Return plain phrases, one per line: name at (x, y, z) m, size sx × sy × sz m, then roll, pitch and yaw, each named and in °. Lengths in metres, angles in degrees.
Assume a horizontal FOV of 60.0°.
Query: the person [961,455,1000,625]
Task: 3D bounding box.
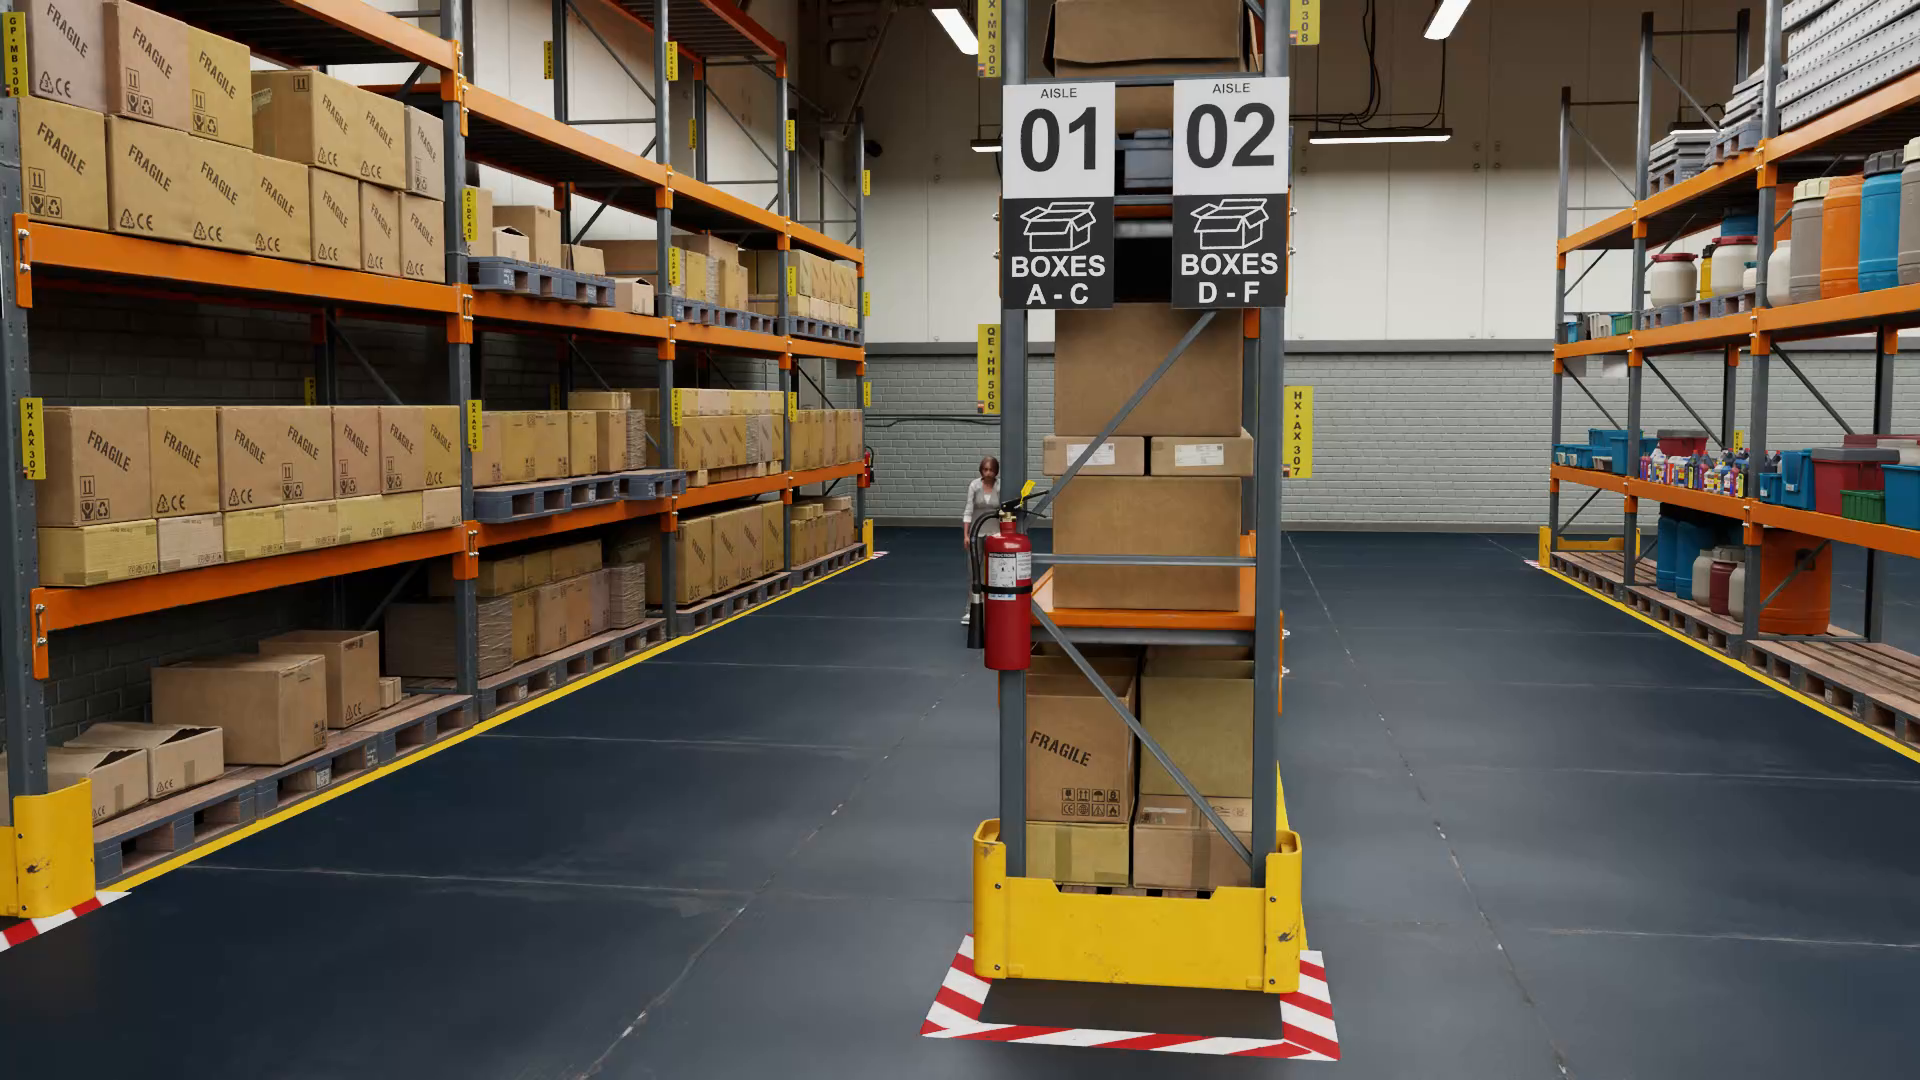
person at (0.255, 0.005, 15.643) m, size 0.472 × 1.580 × 0.347 m, roll 0°, pitch 5°, yaw 6°
